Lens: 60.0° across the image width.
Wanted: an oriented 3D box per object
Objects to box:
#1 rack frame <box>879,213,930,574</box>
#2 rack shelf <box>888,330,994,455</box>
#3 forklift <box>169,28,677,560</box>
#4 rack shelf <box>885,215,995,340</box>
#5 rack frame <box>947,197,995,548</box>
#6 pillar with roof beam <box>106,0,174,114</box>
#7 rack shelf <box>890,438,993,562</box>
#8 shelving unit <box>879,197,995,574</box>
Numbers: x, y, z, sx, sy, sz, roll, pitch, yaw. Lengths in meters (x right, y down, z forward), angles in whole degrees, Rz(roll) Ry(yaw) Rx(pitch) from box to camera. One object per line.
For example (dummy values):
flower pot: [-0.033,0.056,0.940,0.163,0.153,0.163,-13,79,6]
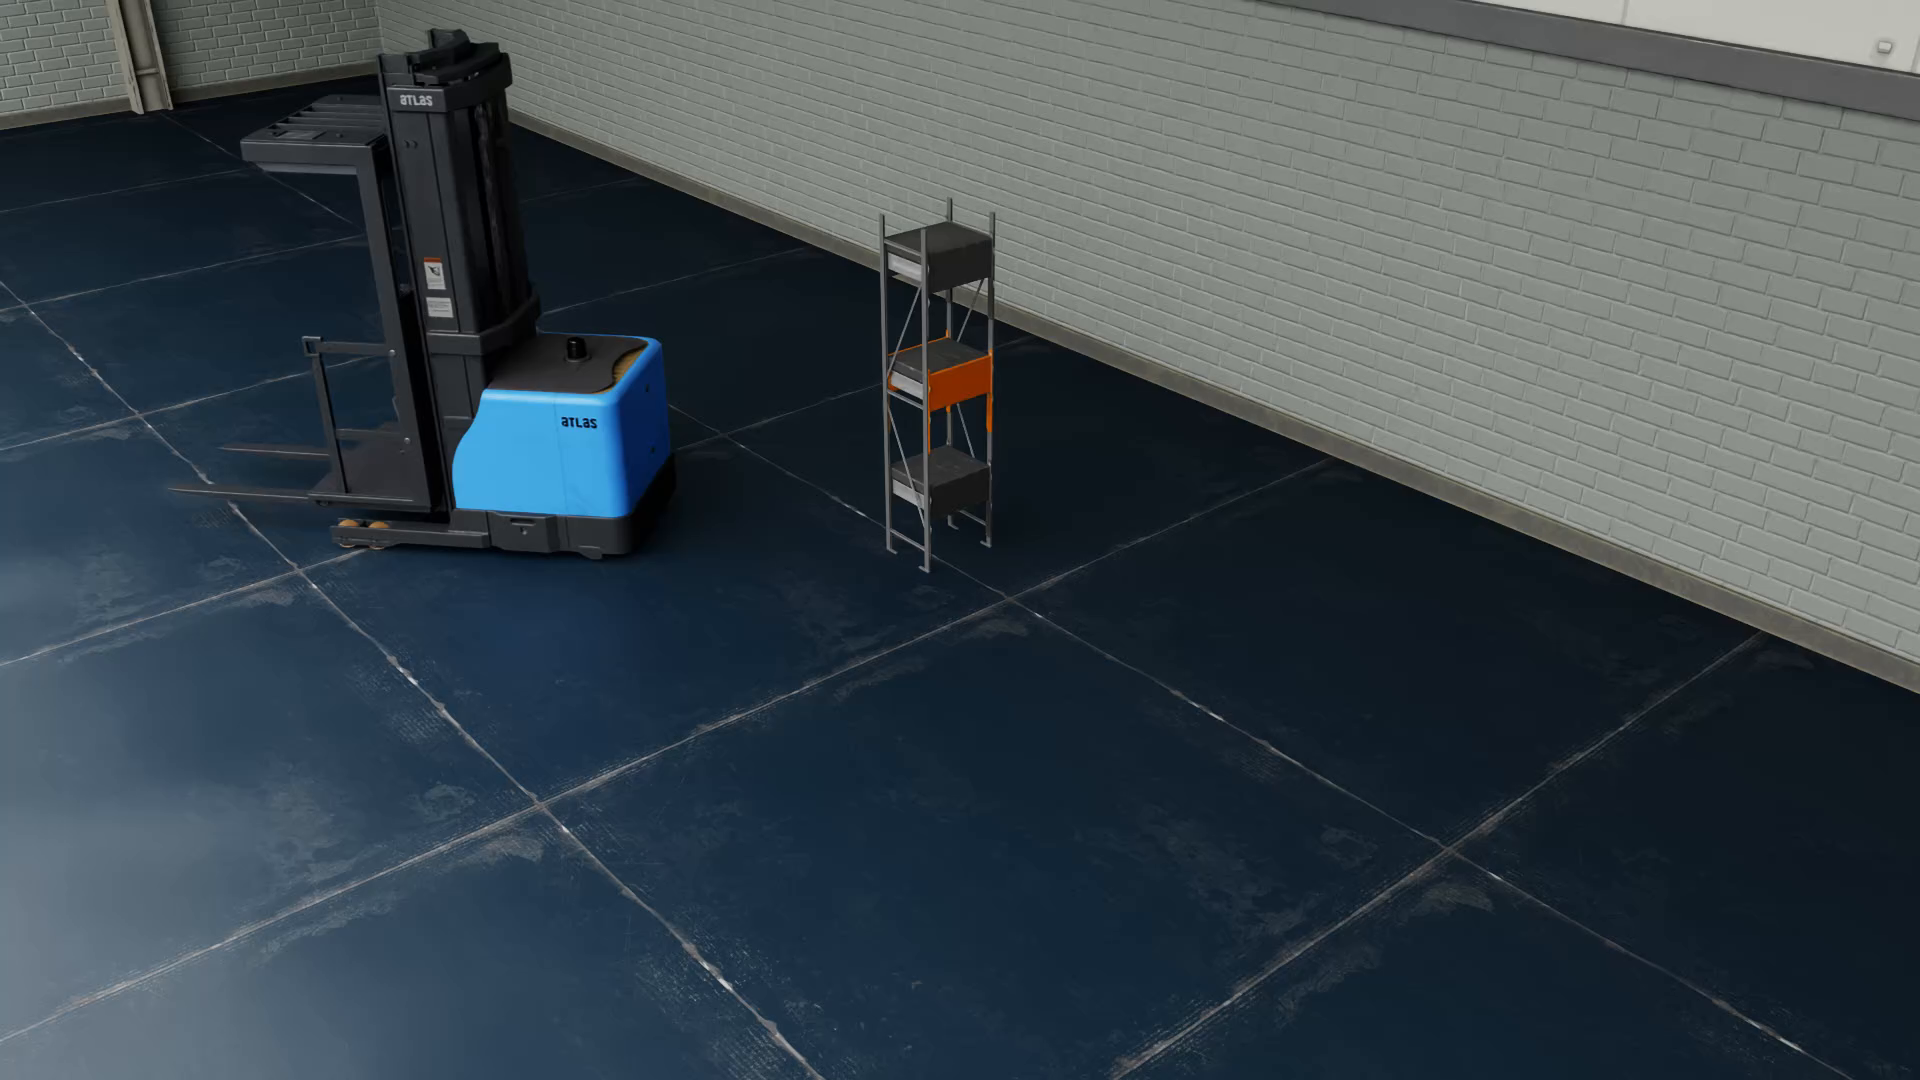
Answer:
rack frame: [-0.312,-0.801,9.521,0.015,2.100,0.400,-22,35,-35]
rack shelf: [-0.126,-0.863,9.667,0.480,0.518,0.431,-22,35,-35]
forklift: [-3.392,-1.476,9.902,3.031,2.935,1.130,4,28,7]
rack shelf: [-0.126,-1.481,9.337,0.480,0.518,0.431,-22,35,-35]
rack frame: [0.060,-0.950,9.800,0.015,2.100,0.400,-22,35,-35]
pillar with roof beam: [-6.863,-7.578,14.882,0.400,9.000,9.100,-22,35,-35]
rack shelf: [-0.126,-0.246,9.997,0.480,0.518,0.431,-22,35,-35]
shelving unit: [-0.126,-0.875,9.660,0.503,2.100,0.431,-22,35,-35]
